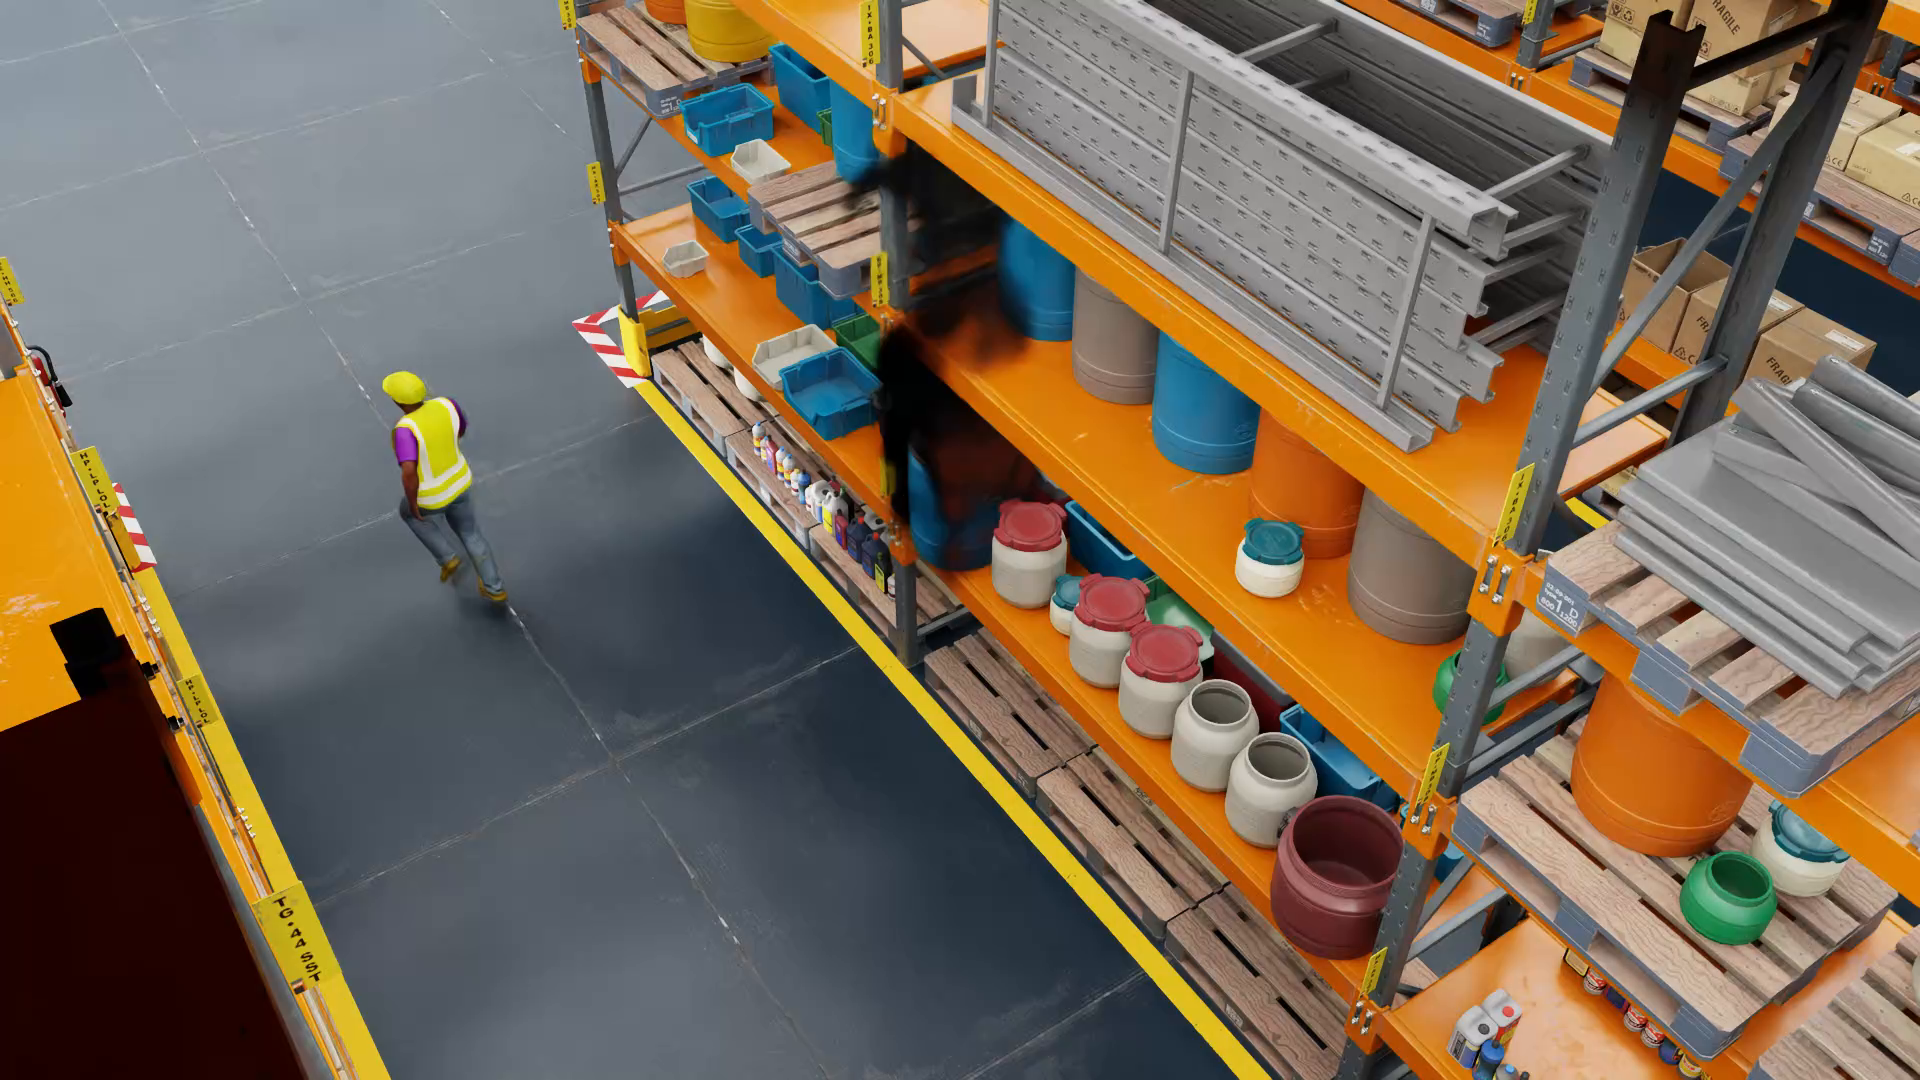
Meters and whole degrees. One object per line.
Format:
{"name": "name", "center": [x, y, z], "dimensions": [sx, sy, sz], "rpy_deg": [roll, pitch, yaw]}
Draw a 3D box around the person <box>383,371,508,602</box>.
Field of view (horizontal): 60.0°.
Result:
{"name": "person", "center": [-3.391, -0.325, 10.822], "dimensions": [0.816, 1.765, 0.732], "rpy_deg": [24, 48, 24]}
